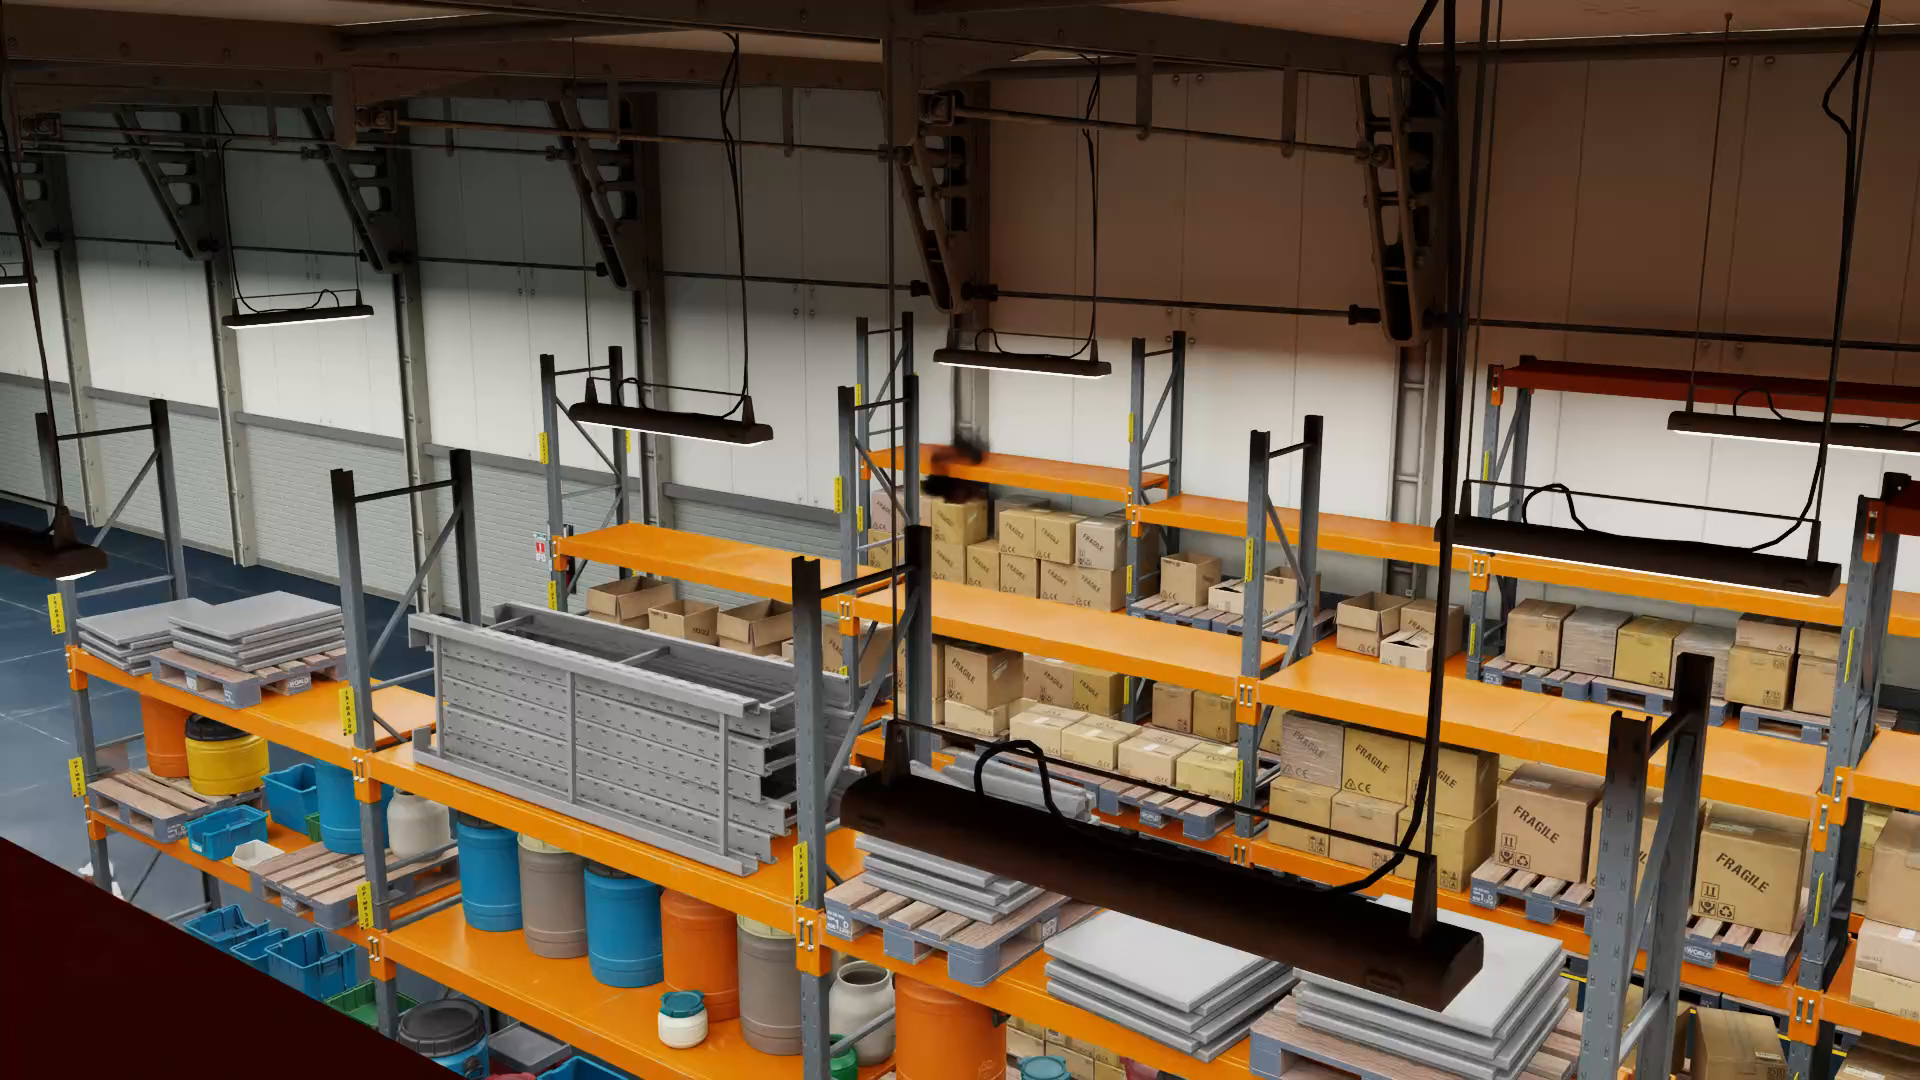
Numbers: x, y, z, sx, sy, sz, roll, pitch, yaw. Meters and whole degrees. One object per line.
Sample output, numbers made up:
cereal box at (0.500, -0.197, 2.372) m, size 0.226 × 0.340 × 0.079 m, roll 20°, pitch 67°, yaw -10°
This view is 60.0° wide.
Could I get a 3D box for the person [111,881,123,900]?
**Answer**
person at (-7.824, 3.842, 15.367) m, size 0.509 × 1.386 × 0.694 m, roll -9°, pitch 16°, yaw -33°
